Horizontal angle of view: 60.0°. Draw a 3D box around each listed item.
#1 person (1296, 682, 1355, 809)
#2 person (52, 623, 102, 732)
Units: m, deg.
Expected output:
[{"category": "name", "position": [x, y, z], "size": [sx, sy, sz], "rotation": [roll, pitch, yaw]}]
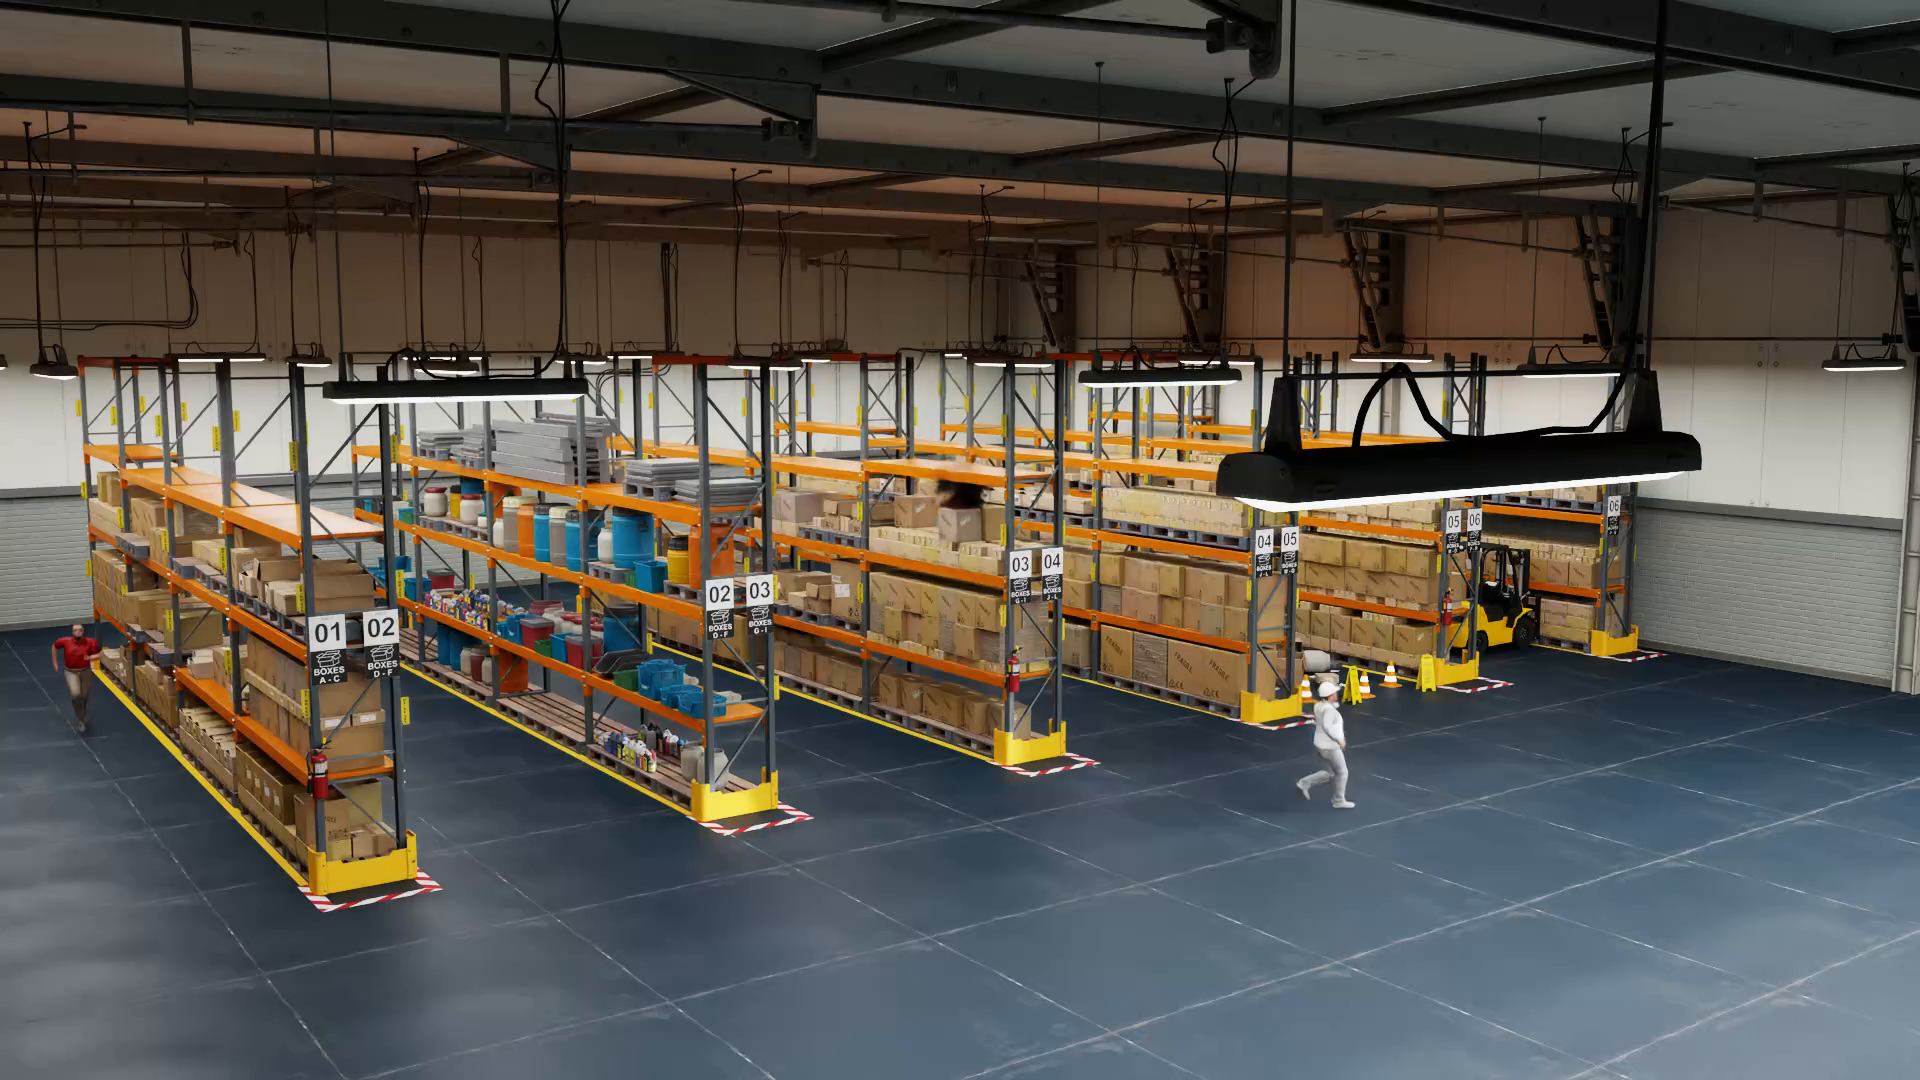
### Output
[{"category": "person", "position": [4.950, 2.767, 22.360], "size": [0.783, 1.741, 0.691], "rotation": [-1, 7, -6]}, {"category": "person", "position": [-14.340, 2.220, 27.055], "size": [0.686, 1.779, 0.876], "rotation": [-5, 8, -33]}]
